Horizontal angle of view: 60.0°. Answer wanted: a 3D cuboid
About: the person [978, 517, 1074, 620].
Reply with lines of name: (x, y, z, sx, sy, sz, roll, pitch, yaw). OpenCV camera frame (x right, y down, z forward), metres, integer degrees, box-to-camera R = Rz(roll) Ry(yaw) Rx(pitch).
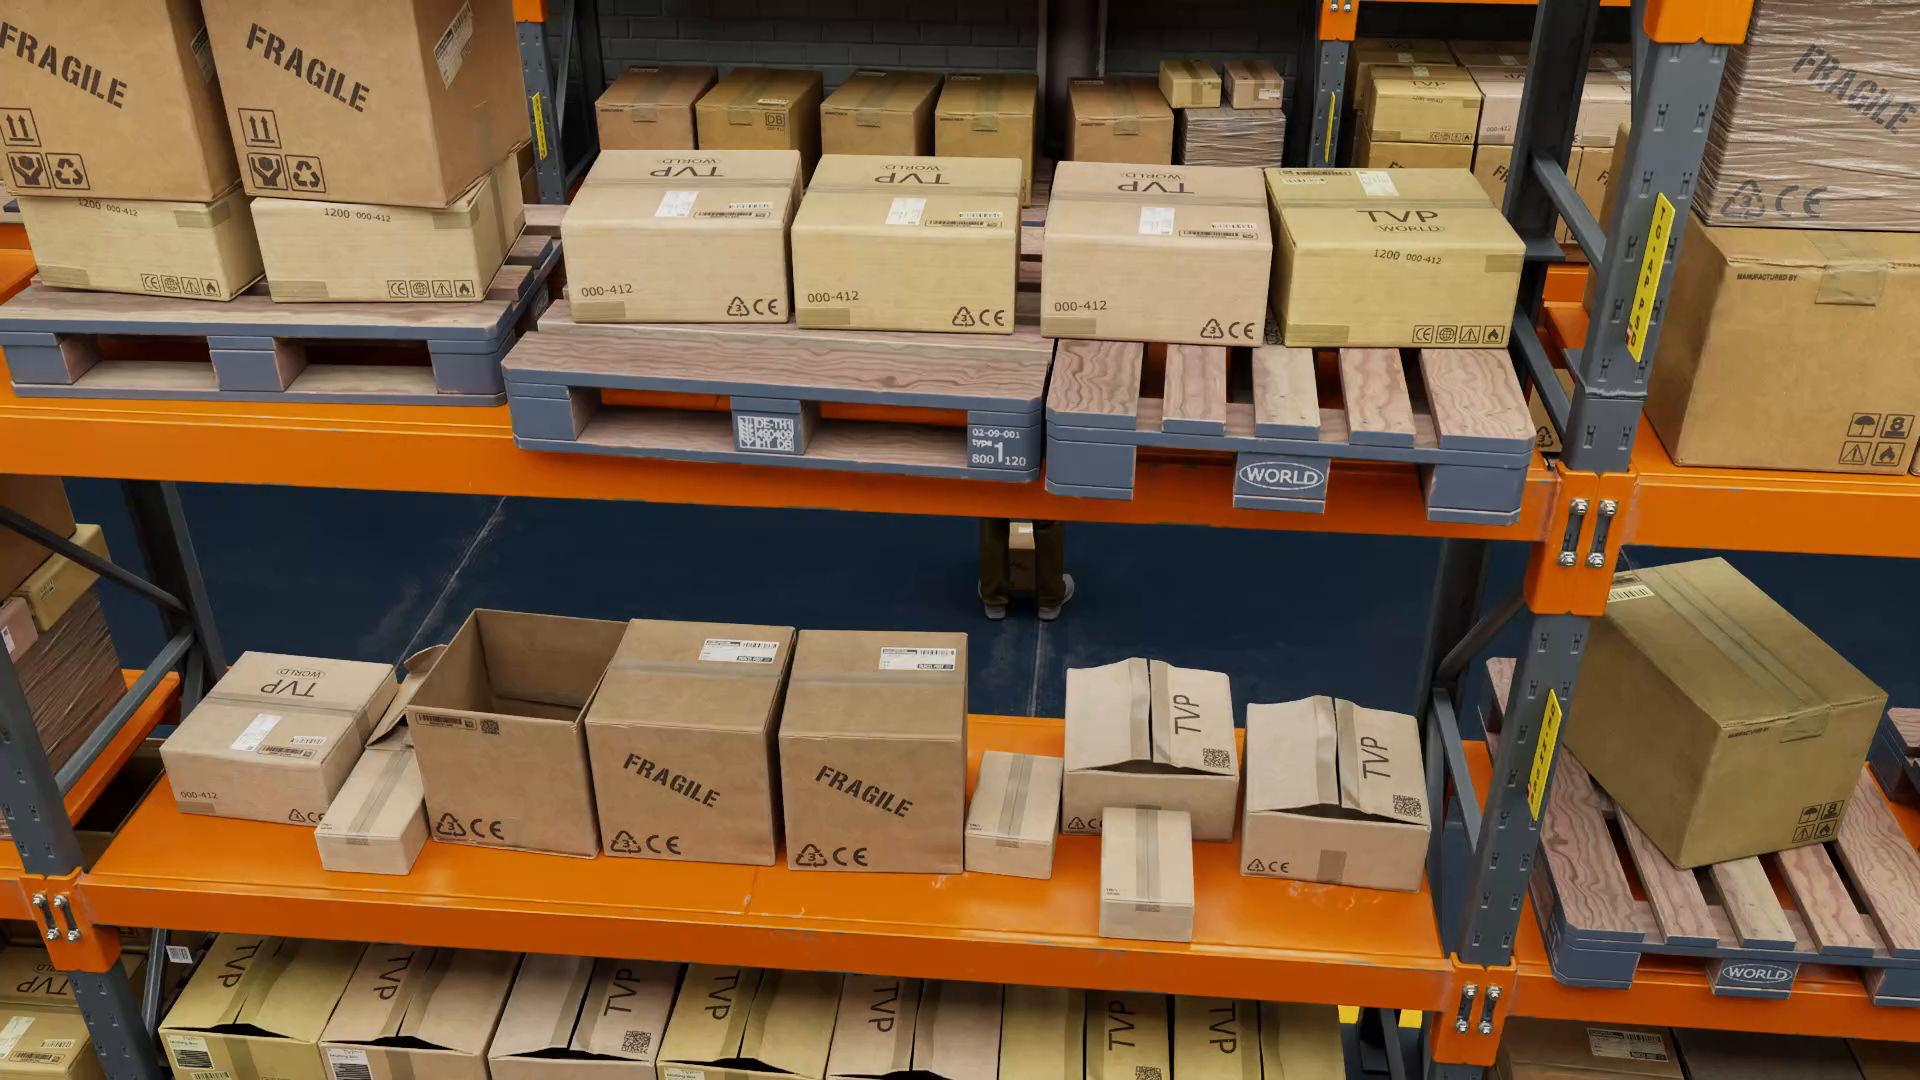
person: (0.278, -0.439, 7.806, 0.646, 1.774, 0.419, 2, 32, 4)
